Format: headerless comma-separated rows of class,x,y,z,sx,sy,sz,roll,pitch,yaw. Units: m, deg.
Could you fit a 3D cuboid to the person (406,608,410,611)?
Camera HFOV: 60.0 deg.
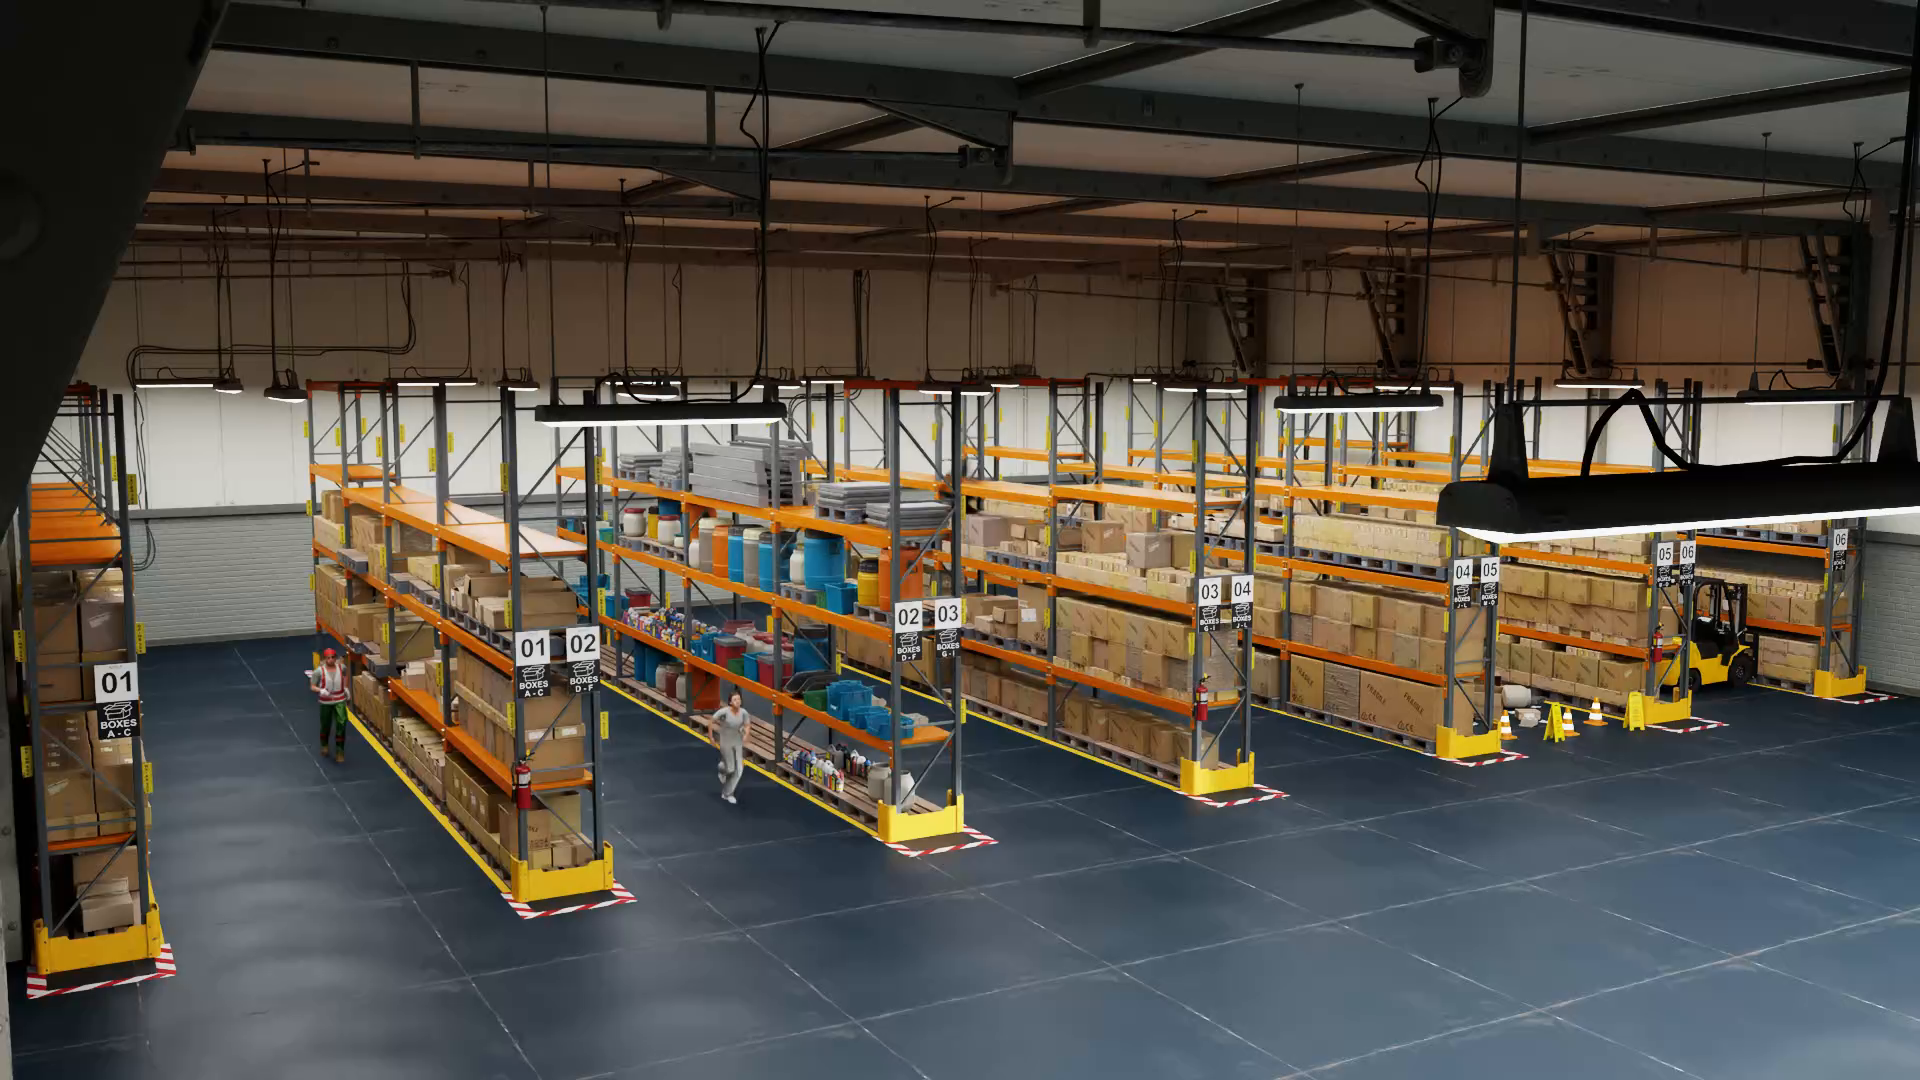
person,-11.352,1.838,34.707,0.615,1.608,0.642,3,7,23

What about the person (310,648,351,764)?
person,-10.053,2.623,26.578,0.608,1.833,0.855,-3,7,-27

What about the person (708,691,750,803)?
person,-3.329,2.986,24.102,0.600,1.620,0.661,-4,7,-31
